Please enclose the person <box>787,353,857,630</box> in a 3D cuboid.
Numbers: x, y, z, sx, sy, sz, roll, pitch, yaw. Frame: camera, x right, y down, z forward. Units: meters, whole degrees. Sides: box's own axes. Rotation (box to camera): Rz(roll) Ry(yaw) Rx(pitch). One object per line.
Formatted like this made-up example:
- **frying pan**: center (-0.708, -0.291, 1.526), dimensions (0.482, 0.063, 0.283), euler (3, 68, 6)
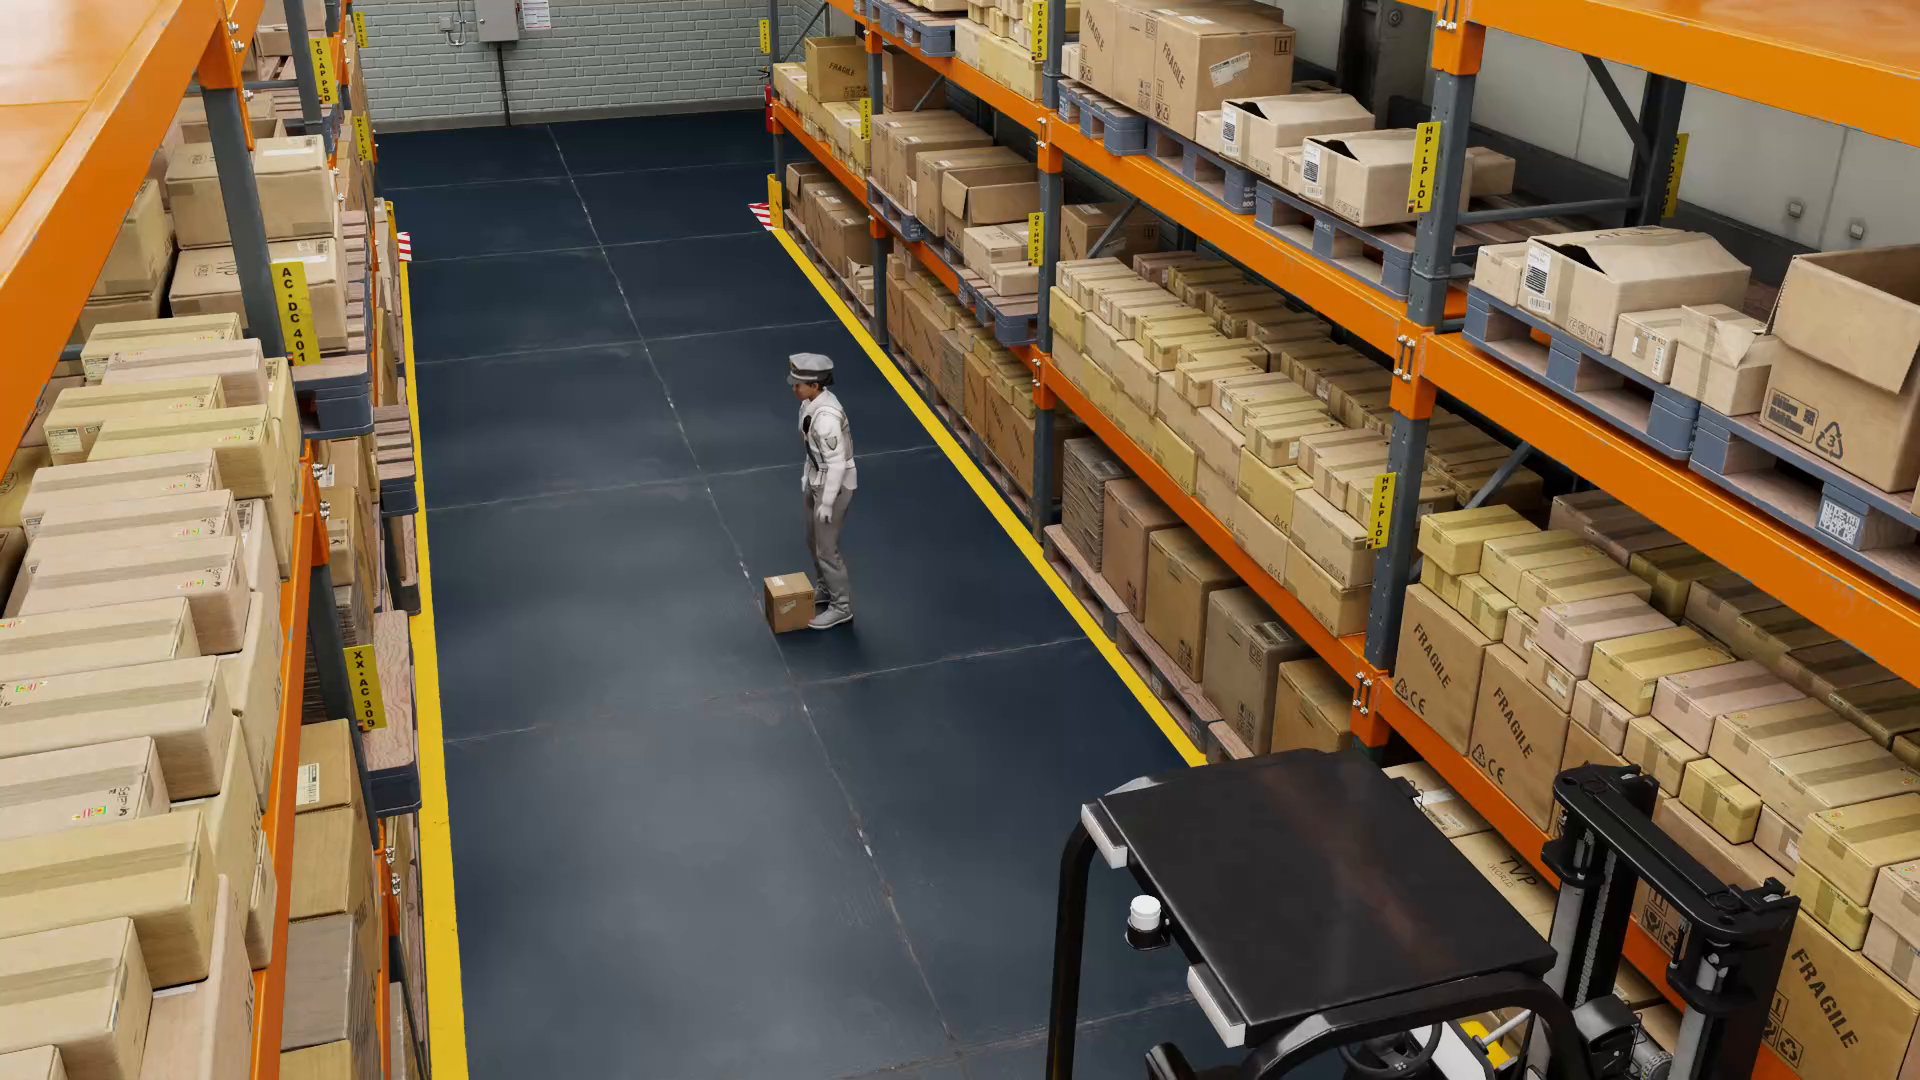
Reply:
- **person**: center (-0.795, -0.296, 9.705), dimensions (0.371, 1.663, 0.529), euler (-8, 28, -16)
